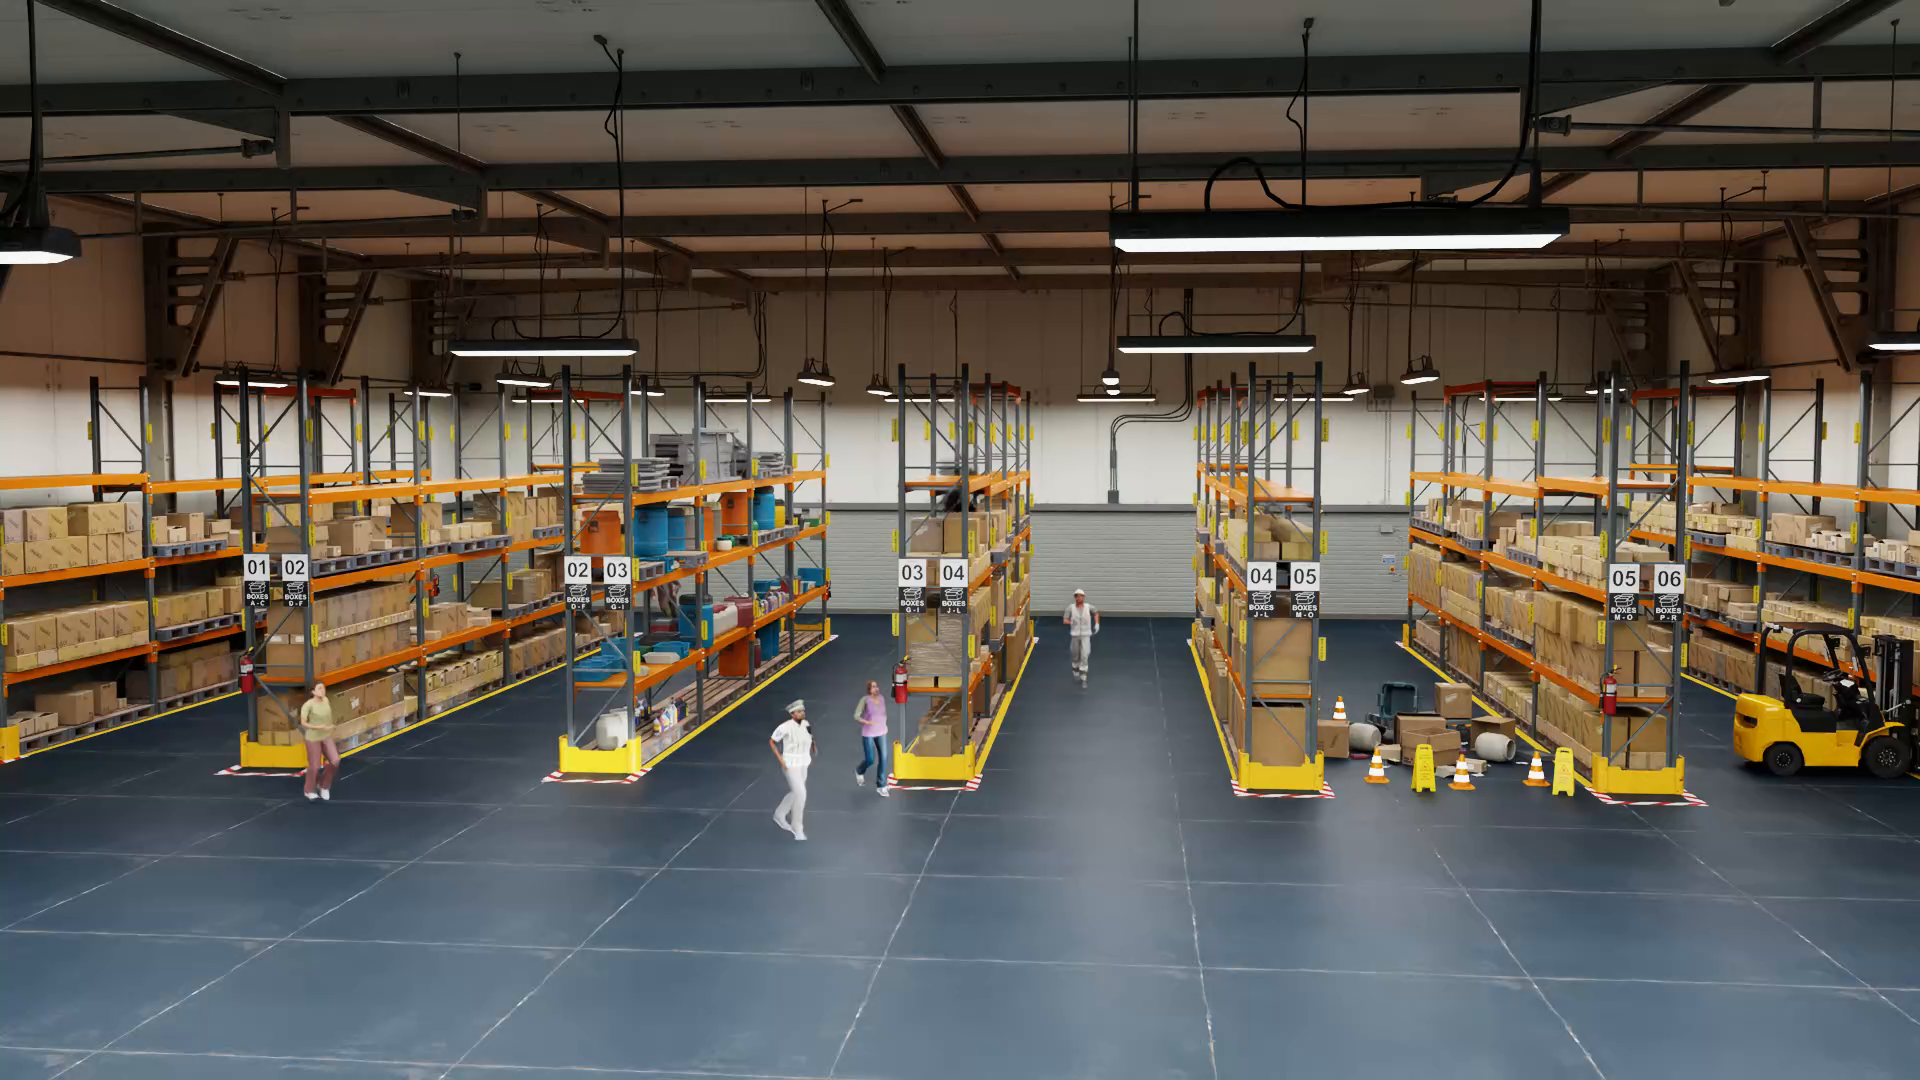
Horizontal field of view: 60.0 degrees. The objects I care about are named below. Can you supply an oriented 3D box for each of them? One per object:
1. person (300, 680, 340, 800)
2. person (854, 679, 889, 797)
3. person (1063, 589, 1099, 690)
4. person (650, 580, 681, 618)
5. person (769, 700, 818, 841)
[{"bbox_3d":[-8.692,2.734,22.601,0.650,1.684,0.594,2,4,33],"label":"person"},{"bbox_3d":[-1.224,2.737,23.103,0.544,1.579,0.743,-2,4,-29],"label":"person"},{"bbox_3d":[2.257,1.832,31.057,0.667,1.825,0.872,0,4,5],"label":"person"},{"bbox_3d":[-7.237,1.487,40.918,0.770,1.743,1.050,-2,4,-22],"label":"person"},{"bbox_3d":[-2.075,2.844,20.691,0.708,1.773,0.601,3,5,39],"label":"person"}]
